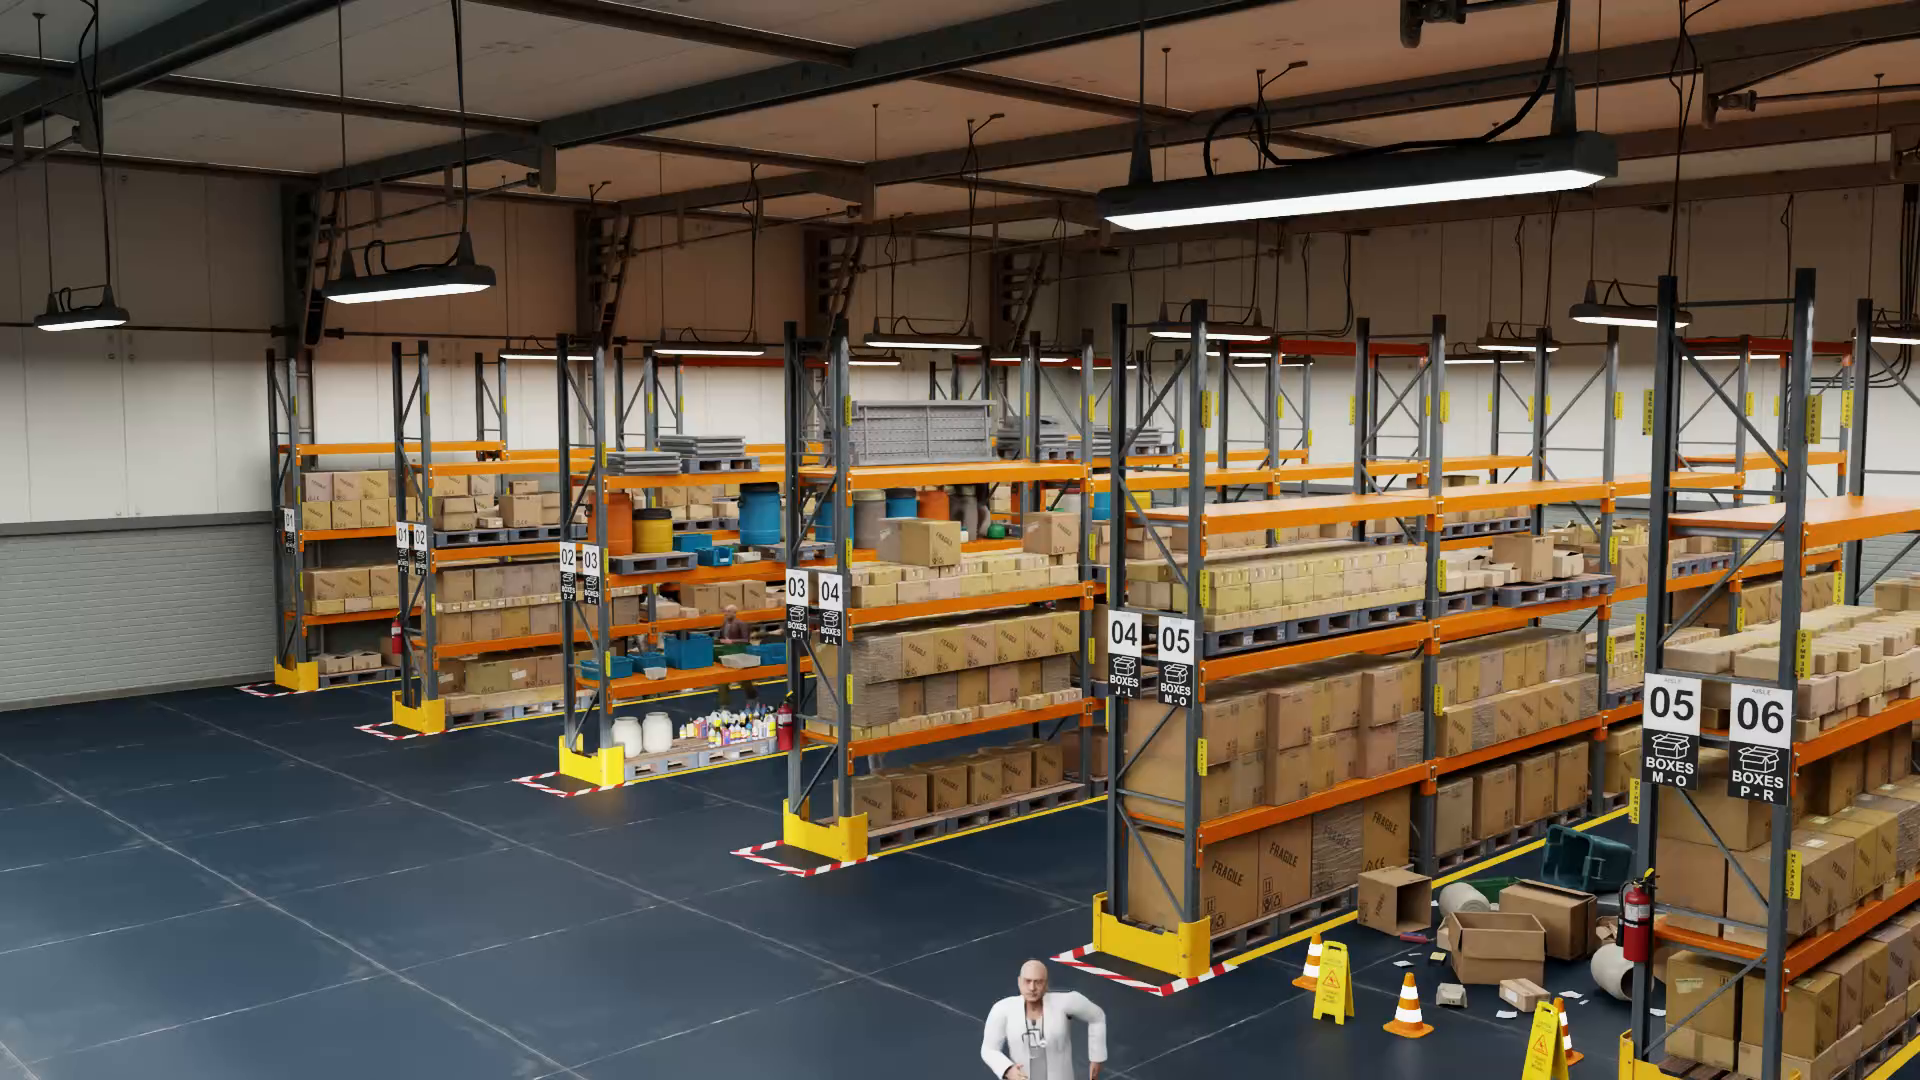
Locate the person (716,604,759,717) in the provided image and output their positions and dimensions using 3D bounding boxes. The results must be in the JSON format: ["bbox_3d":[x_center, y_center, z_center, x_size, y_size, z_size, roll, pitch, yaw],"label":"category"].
[{"bbox_3d":[-3.639,1.943,27.075,0.738,1.826,1.025,4,6,35],"label":"person"}]

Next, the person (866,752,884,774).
[{"bbox_3d":[-1.136,2.441,22.304,0.616,1.627,0.550,4,6,39],"label":"person"}]

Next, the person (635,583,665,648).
[{"bbox_3d":[-5.680,1.626,30.713,0.669,1.810,0.816,4,6,38],"label":"person"}]

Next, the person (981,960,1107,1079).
[{"bbox_3d":[0.507,3.516,10.191,0.761,1.535,0.724,1,5,9],"label":"person"}]
